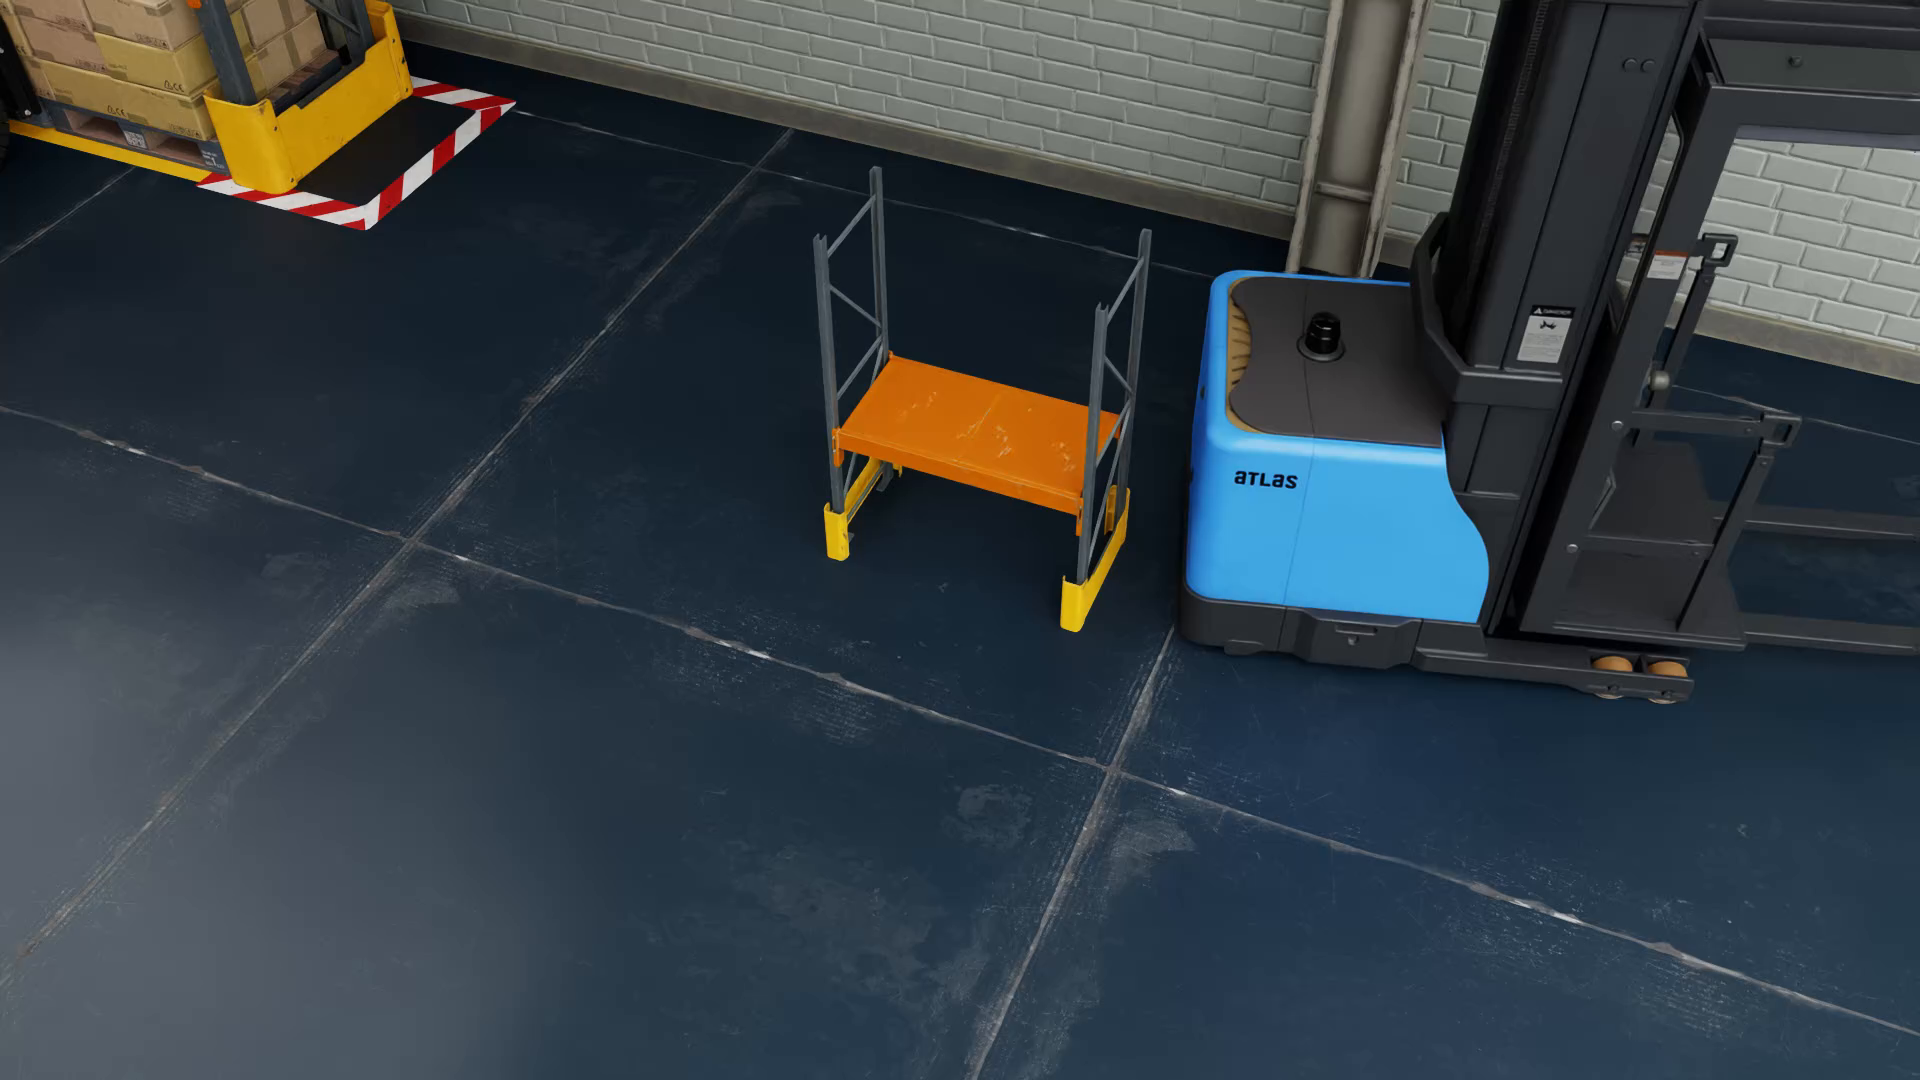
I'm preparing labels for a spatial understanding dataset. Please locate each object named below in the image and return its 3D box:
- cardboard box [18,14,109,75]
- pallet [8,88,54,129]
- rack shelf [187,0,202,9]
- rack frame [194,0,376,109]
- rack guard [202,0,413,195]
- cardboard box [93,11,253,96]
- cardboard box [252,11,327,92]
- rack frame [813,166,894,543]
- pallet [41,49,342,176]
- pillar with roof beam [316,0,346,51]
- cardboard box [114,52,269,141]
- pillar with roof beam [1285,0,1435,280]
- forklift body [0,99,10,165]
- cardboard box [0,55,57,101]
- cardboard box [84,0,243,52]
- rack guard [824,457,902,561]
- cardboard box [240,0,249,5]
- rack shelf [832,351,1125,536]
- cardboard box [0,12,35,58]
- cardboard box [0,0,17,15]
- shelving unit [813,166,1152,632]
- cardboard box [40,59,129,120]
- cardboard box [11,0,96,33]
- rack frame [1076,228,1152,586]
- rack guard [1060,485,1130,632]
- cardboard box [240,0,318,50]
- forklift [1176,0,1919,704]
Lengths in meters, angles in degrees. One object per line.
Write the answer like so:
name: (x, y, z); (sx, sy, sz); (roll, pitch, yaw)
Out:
cardboard box: (-4.458, -2.678, 8.613); (0.500, 0.250, 0.500); (16, 47, 15)
pallet: (-5.273, -2.779, 9.394); (1.213, 0.211, 1.003); (16, 47, 16)
rack shelf: (-5.275, -3.543, 8.695); (4.000, 0.370, 1.077); (16, 47, 16)
rack frame: (-3.429, -3.255, 7.895); (0.127, 3.000, 1.000); (16, 47, 16)
rack guard: (-3.407, -2.363, 8.770); (0.348, 0.500, 1.175); (16, 47, 16)
cardboard box: (-3.999, -2.535, 8.469); (0.500, 0.250, 0.500); (16, 47, 15)
cardboard box: (-3.807, -2.690, 8.979); (0.500, 0.250, 0.500); (17, 47, 16)
rack frame: (-0.390, -0.647, 6.336); (0.032, 1.500, 0.500); (16, 47, 16)
pallet: (-4.151, -2.447, 9.060); (1.213, 0.211, 1.003); (16, 47, 16)
pillar with roof beam: (-5.382, -3.355, 3.742); (0.400, 9.000, 9.100); (16, 47, 16)
cardboard box: (-3.985, -2.351, 8.638); (0.500, 0.250, 0.500); (17, 47, 16)
pillar with roof beam: (0.155, -1.726, 2.105); (0.400, 9.000, 9.100); (16, 47, 16)
forklift body: (-5.882, -2.282, 7.518); (1.214, 2.155, 2.313); (16, 47, 16)
cardboard box: (-4.898, -2.634, 8.923); (0.500, 0.250, 0.500); (17, 47, 16)
cardboard box: (-3.974, -2.706, 8.286); (0.500, 0.250, 0.500); (18, 48, 17)
rack guard: (-0.389, -0.203, 6.777); (0.087, 0.250, 0.587); (16, 47, 16)
cardboard box: (-3.800, -3.038, 8.619); (0.500, 0.250, 0.500); (16, 47, 15)
rack shelf: (0.079, -0.381, 6.325); (1.000, 0.185, 0.538); (16, 47, 16)
cardboard box: (-4.942, -2.805, 8.740); (0.500, 0.250, 0.500); (15, 47, 15)
cardboard box: (-4.917, -2.971, 8.552); (0.500, 0.250, 0.500); (17, 47, 16)
shelving unit: (0.070, -0.511, 6.200); (1.083, 1.500, 0.587); (16, 47, 16)
cardboard box: (-4.440, -2.492, 8.780); (0.500, 0.250, 0.500); (16, 47, 16)
cardboard box: (-4.448, -2.841, 8.421); (0.500, 0.250, 0.500); (17, 47, 17)
rack frame: (0.548, -0.370, 6.059); (0.032, 1.500, 0.500); (16, 47, 16)
rack guard: (0.530, 0.067, 6.505); (0.087, 0.250, 0.587); (16, 47, 16)
cardboard box: (-3.783, -2.869, 8.805); (0.500, 0.250, 0.500); (17, 47, 17)
forklift: (2.380, -0.835, 5.511); (3.031, 2.935, 1.130); (5, 45, 5)
